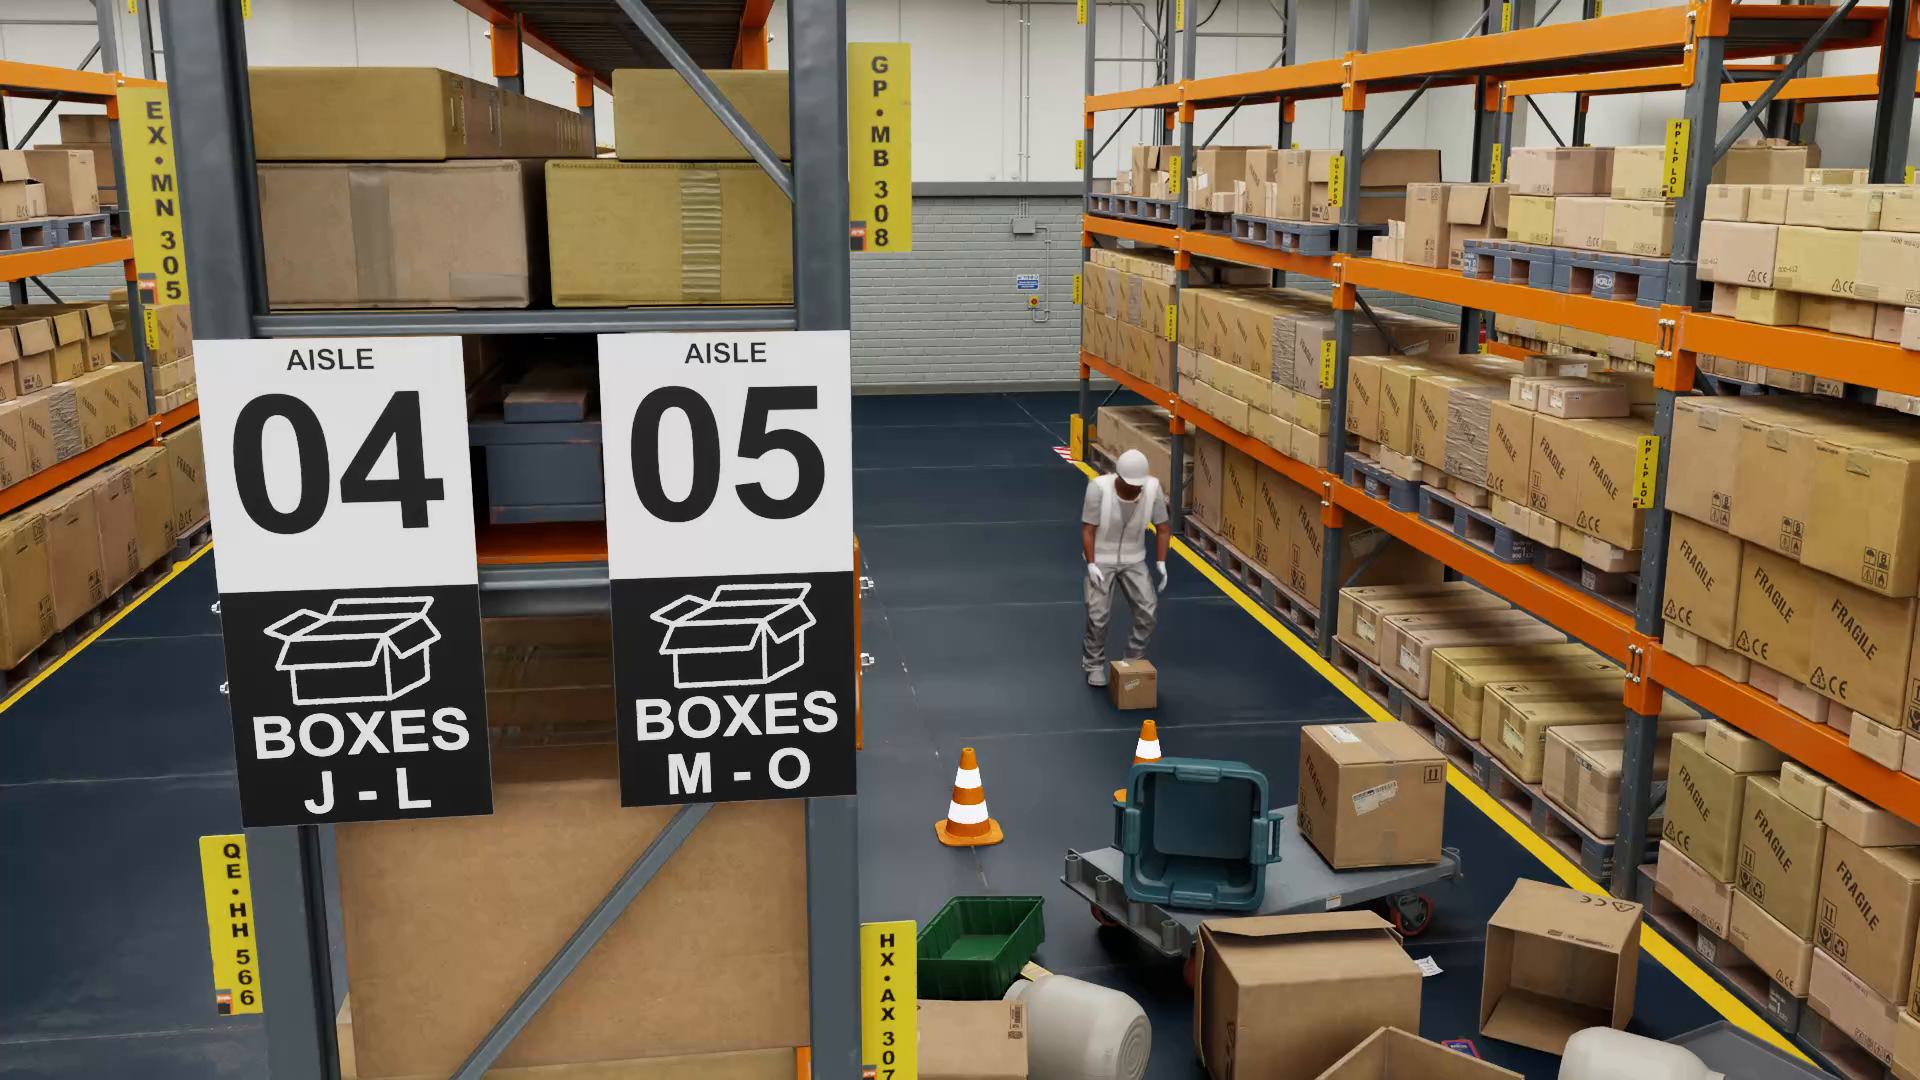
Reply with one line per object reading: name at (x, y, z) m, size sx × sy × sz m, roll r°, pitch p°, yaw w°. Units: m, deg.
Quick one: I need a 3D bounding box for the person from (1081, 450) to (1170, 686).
person at (1.092, 0.168, 11.072) m, size 0.598 × 1.624 × 0.606 m, roll -2°, pitch 13°, yaw -7°
